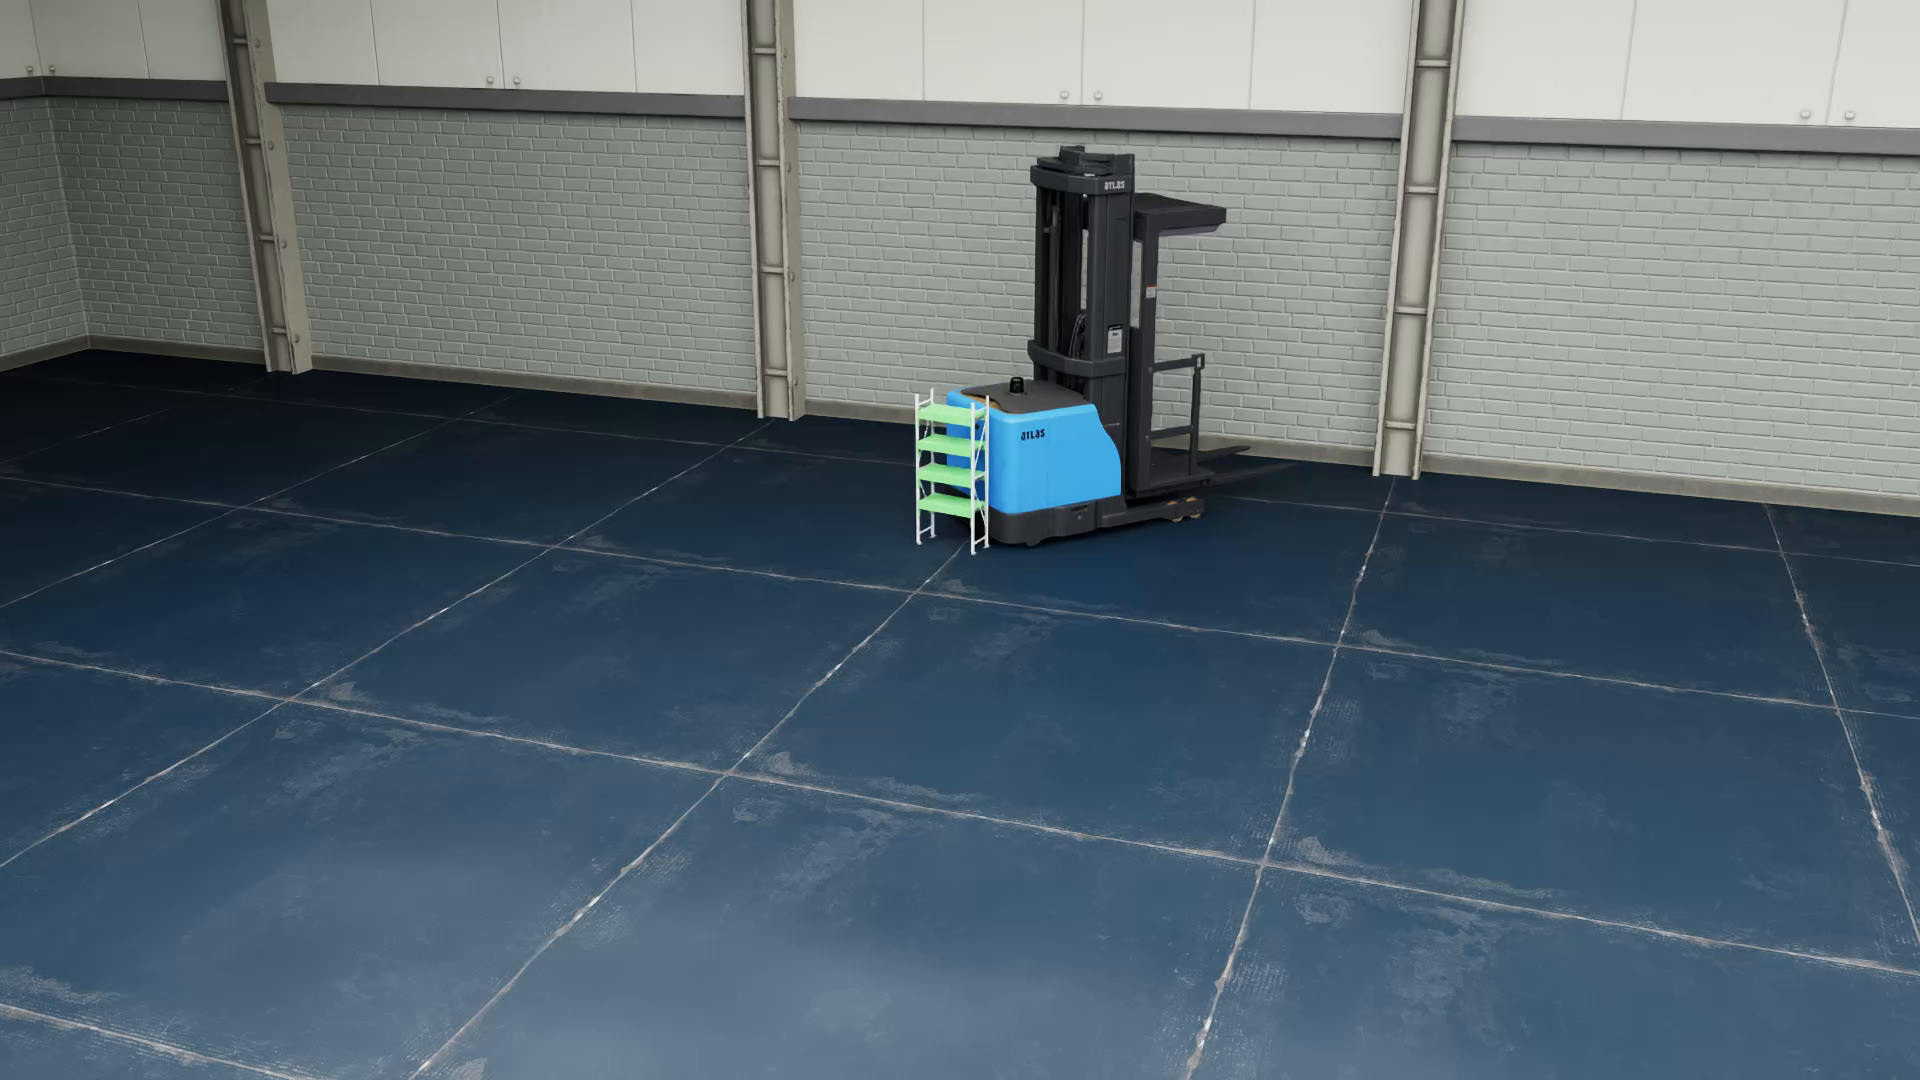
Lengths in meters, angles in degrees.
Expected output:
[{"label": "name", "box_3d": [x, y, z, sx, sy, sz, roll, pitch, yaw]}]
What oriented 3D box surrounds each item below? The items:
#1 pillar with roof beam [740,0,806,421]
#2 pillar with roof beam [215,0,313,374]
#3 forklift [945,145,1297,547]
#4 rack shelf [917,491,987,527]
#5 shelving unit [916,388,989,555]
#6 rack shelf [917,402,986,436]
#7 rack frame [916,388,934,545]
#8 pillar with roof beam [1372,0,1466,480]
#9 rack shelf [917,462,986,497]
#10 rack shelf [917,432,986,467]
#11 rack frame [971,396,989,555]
[{"label": "pillar with roof beam", "box_3d": [-3.195, -4.157, 11.329, 0.400, 9.000, 9.100, 7, 20, 18]}, {"label": "pillar with roof beam", "box_3d": [-8.863, -4.805, 13.188, 0.400, 9.000, 9.100, 7, 20, 18]}, {"label": "forklift", "box_3d": [1.412, -1.669, 13.411, 3.031, 2.935, 1.130, -11, 22, -28]}, {"label": "rack shelf", "box_3d": [-0.059, -0.239, 12.862, 0.480, 0.148, 0.258, 11, 22, 28]}, {"label": "shelving unit", "box_3d": [-0.059, -0.526, 12.762, 0.503, 1.200, 0.258, 11, 22, 28]}, {"label": "rack shelf", "box_3d": [-0.059, -0.919, 12.625, 0.480, 0.148, 0.258, 11, 22, 28]}, {"label": "rack frame", "box_3d": [-0.270, -0.566, 12.878, 0.015, 1.200, 0.240, 11, 22, 28]}, {"label": "pillar with roof beam", "box_3d": [2.473, -3.508, 9.470, 0.400, 9.000, 9.100, 7, 20, 18]}, {"label": "rack shelf", "box_3d": [-0.059, -0.466, 12.783, 0.480, 0.148, 0.258, 11, 22, 28]}, {"label": "rack shelf", "box_3d": [-0.059, -0.692, 12.704, 0.480, 0.148, 0.258, 11, 22, 28]}, {"label": "rack frame", "box_3d": [0.152, -0.486, 12.647, 0.015, 1.200, 0.240, 11, 22, 28]}]
